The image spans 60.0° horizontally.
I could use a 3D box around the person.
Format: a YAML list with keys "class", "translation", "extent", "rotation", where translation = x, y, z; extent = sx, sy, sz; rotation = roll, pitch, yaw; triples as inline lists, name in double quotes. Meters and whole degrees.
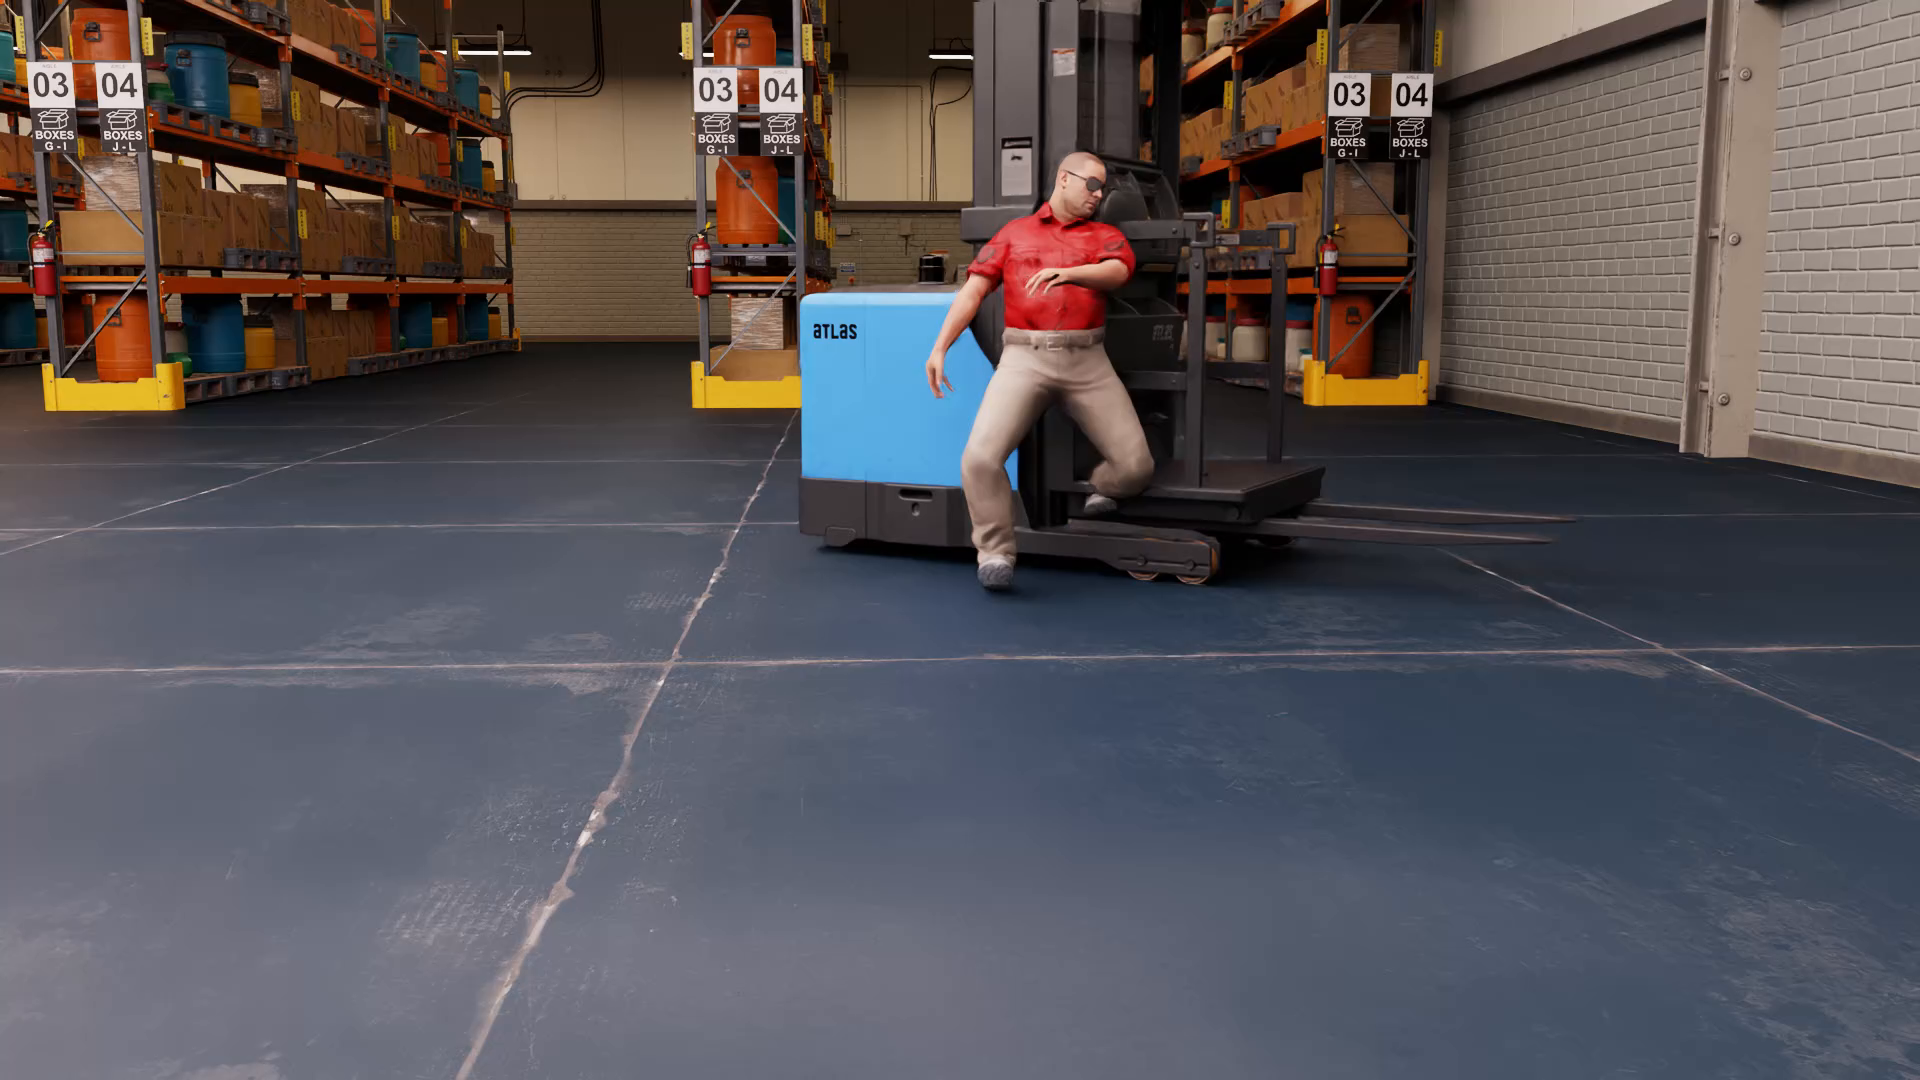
- class: "person"
  translation: [0.298, -0.614, 6.059]
  extent: [0.838, 1.596, 0.851]
  rotation: [-1, 8, -6]

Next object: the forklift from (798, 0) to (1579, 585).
- class: "forklift"
  translation: [0.864, -1.371, 6.564]
  extent: [3.031, 2.935, 1.130]
  rotation: [4, 10, 28]
